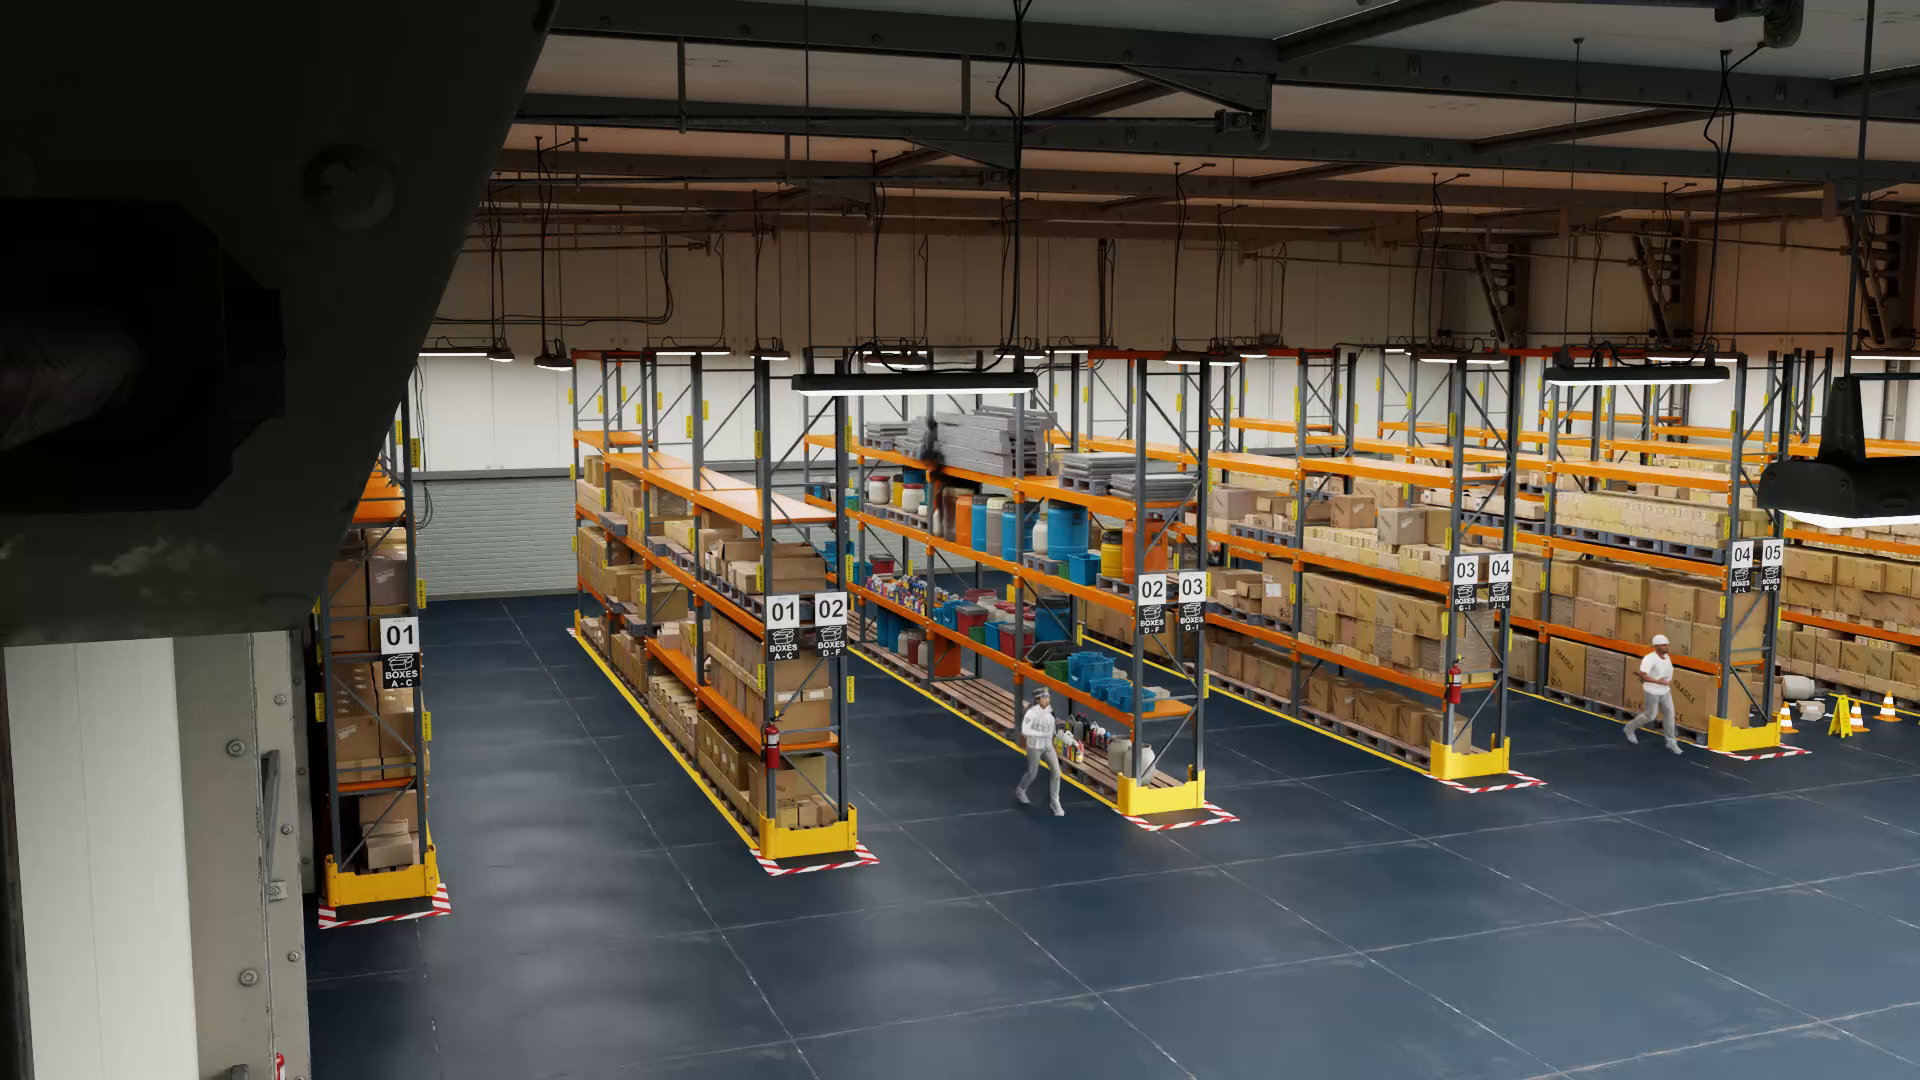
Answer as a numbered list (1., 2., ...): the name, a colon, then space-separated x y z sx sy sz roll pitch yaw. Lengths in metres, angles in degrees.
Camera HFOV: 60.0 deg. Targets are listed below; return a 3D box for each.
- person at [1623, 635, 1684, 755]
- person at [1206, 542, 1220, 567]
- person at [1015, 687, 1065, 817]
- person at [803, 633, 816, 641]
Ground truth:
1. person: 10.559 2.316 25.274 0.757 1.795 0.911 -6 9 -38
2. person: 5.656 0.895 37.079 0.670 1.717 0.830 -2 7 -13
3. person: 1.043 2.770 22.054 0.635 1.722 0.865 -5 9 -35
4. person: -2.713 1.805 29.454 0.651 1.756 0.929 -4 8 -32
